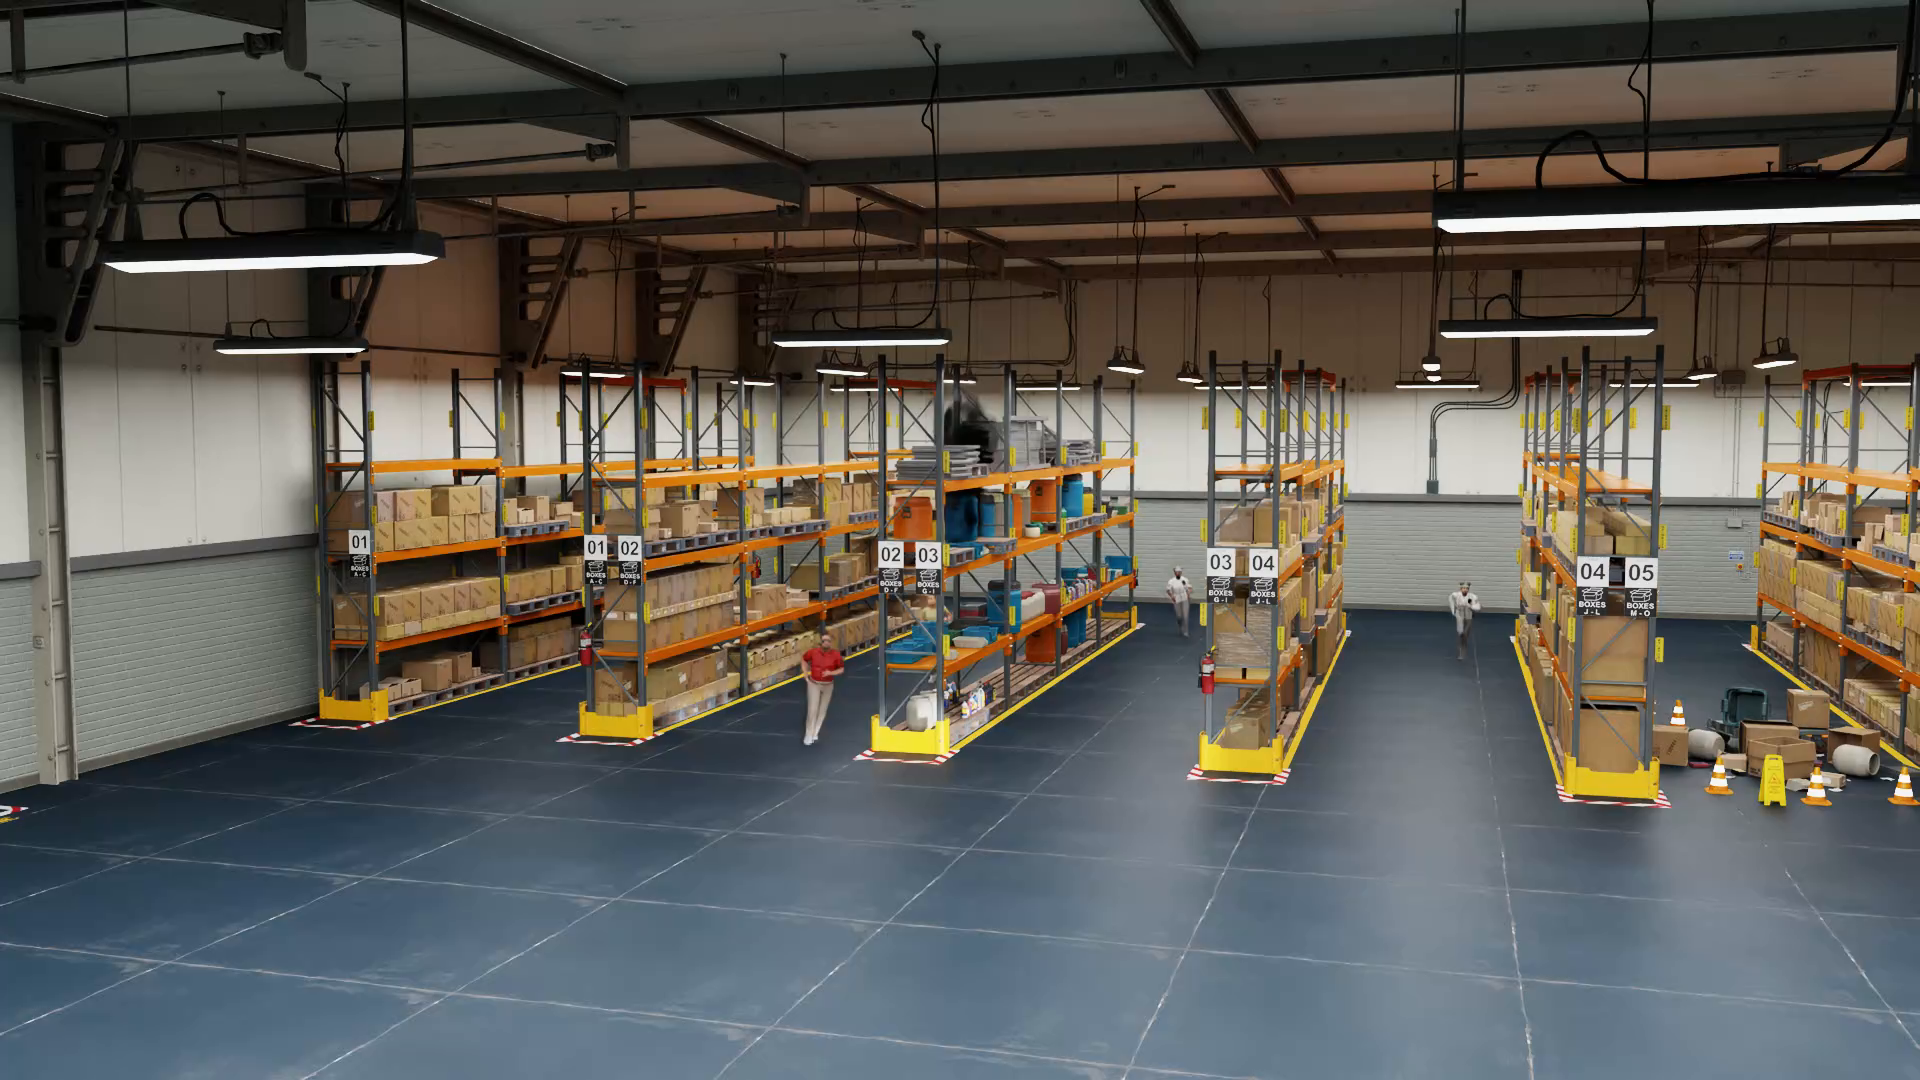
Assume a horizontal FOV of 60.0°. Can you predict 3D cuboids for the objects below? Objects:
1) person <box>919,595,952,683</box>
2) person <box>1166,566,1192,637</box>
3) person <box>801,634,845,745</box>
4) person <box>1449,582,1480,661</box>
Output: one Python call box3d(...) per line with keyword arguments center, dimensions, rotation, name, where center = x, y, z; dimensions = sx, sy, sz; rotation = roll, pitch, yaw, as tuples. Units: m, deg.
box3d(center=(-0.476, 1.873, 32.183), dimensions=(0.583, 1.703, 0.901), rotation=(2, 4, 21), name="person")
box3d(center=(5.125, 1.423, 38.801), dimensions=(0.601, 1.645, 0.602), rotation=(0, 4, 0), name="person")
box3d(center=(-2.126, 2.332, 25.846), dimensions=(0.651, 1.771, 0.674), rotation=(-1, 4, -12), name="person")
box3d(center=(10.604, 1.686, 34.969), dimensions=(0.607, 1.684, 0.883), rotation=(1, 4, 11), name="person")
